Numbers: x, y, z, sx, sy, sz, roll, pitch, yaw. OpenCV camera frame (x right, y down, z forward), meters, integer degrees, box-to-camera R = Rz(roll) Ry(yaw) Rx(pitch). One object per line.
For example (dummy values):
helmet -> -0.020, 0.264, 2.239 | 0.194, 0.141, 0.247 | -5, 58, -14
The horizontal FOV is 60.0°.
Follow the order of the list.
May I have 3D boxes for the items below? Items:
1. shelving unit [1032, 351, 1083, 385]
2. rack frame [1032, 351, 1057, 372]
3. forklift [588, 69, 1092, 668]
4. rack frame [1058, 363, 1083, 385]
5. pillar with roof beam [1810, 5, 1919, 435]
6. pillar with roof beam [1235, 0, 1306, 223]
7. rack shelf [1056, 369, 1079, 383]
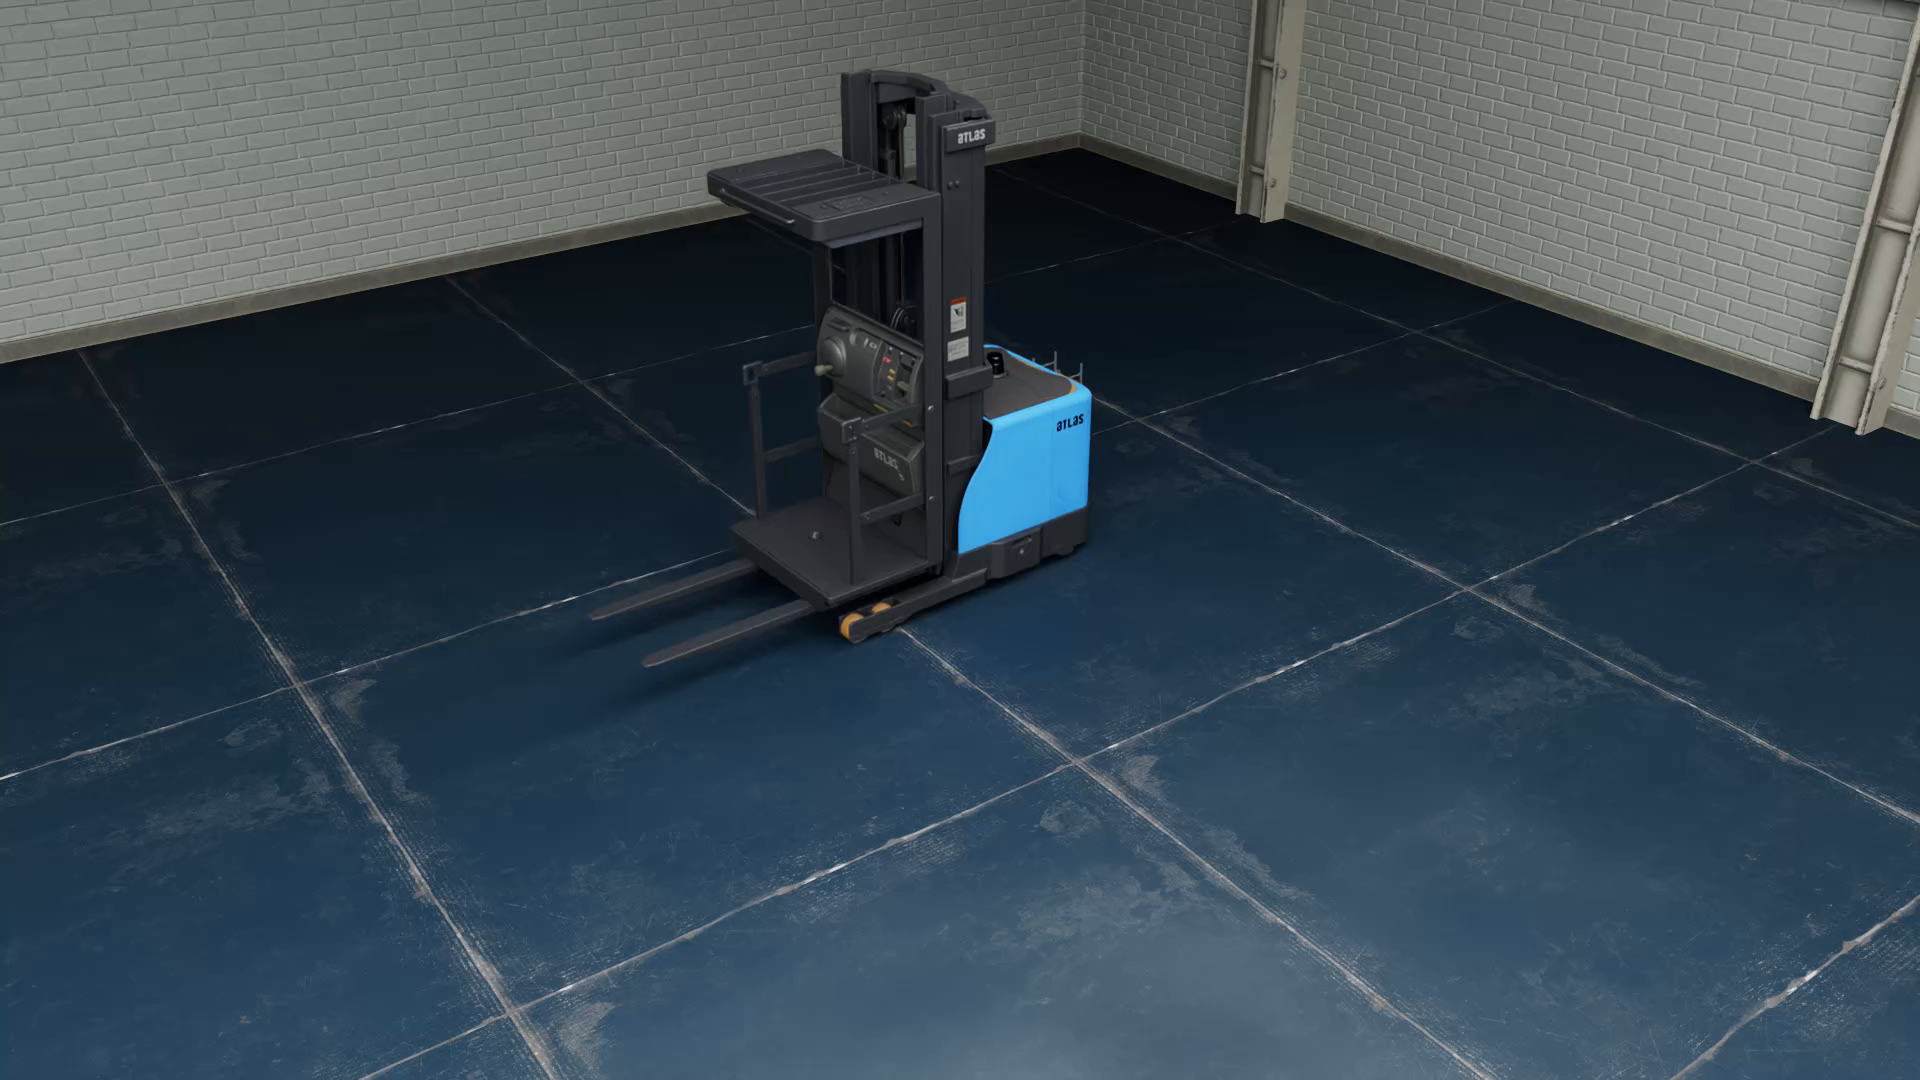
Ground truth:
shelving unit -> 0.604, -0.655, 10.582 | 0.215, 1.050, 0.252 | -20, 35, -33
rack frame -> 0.529, -0.700, 10.666 | 0.200, 1.050, 0.008 | -20, 35, -33
forklift -> -0.673, -0.991, 9.231 | 3.031, 2.935, 1.130 | -20, 35, -33
rack frame -> 0.679, -0.609, 10.497 | 0.200, 1.050, 0.008 | -20, 35, -33
pillar with roof beam -> 2.928, -3.625, 7.723 | 9.100, 9.000, 0.400 | -19, 34, -31
pillar with roof beam -> -0.552, -5.958, 12.018 | 9.100, 9.000, 0.400 | -19, 34, -31
rack shelf -> 0.604, -0.895, 10.451 | 0.215, 0.259, 0.240 | -20, 35, -33
